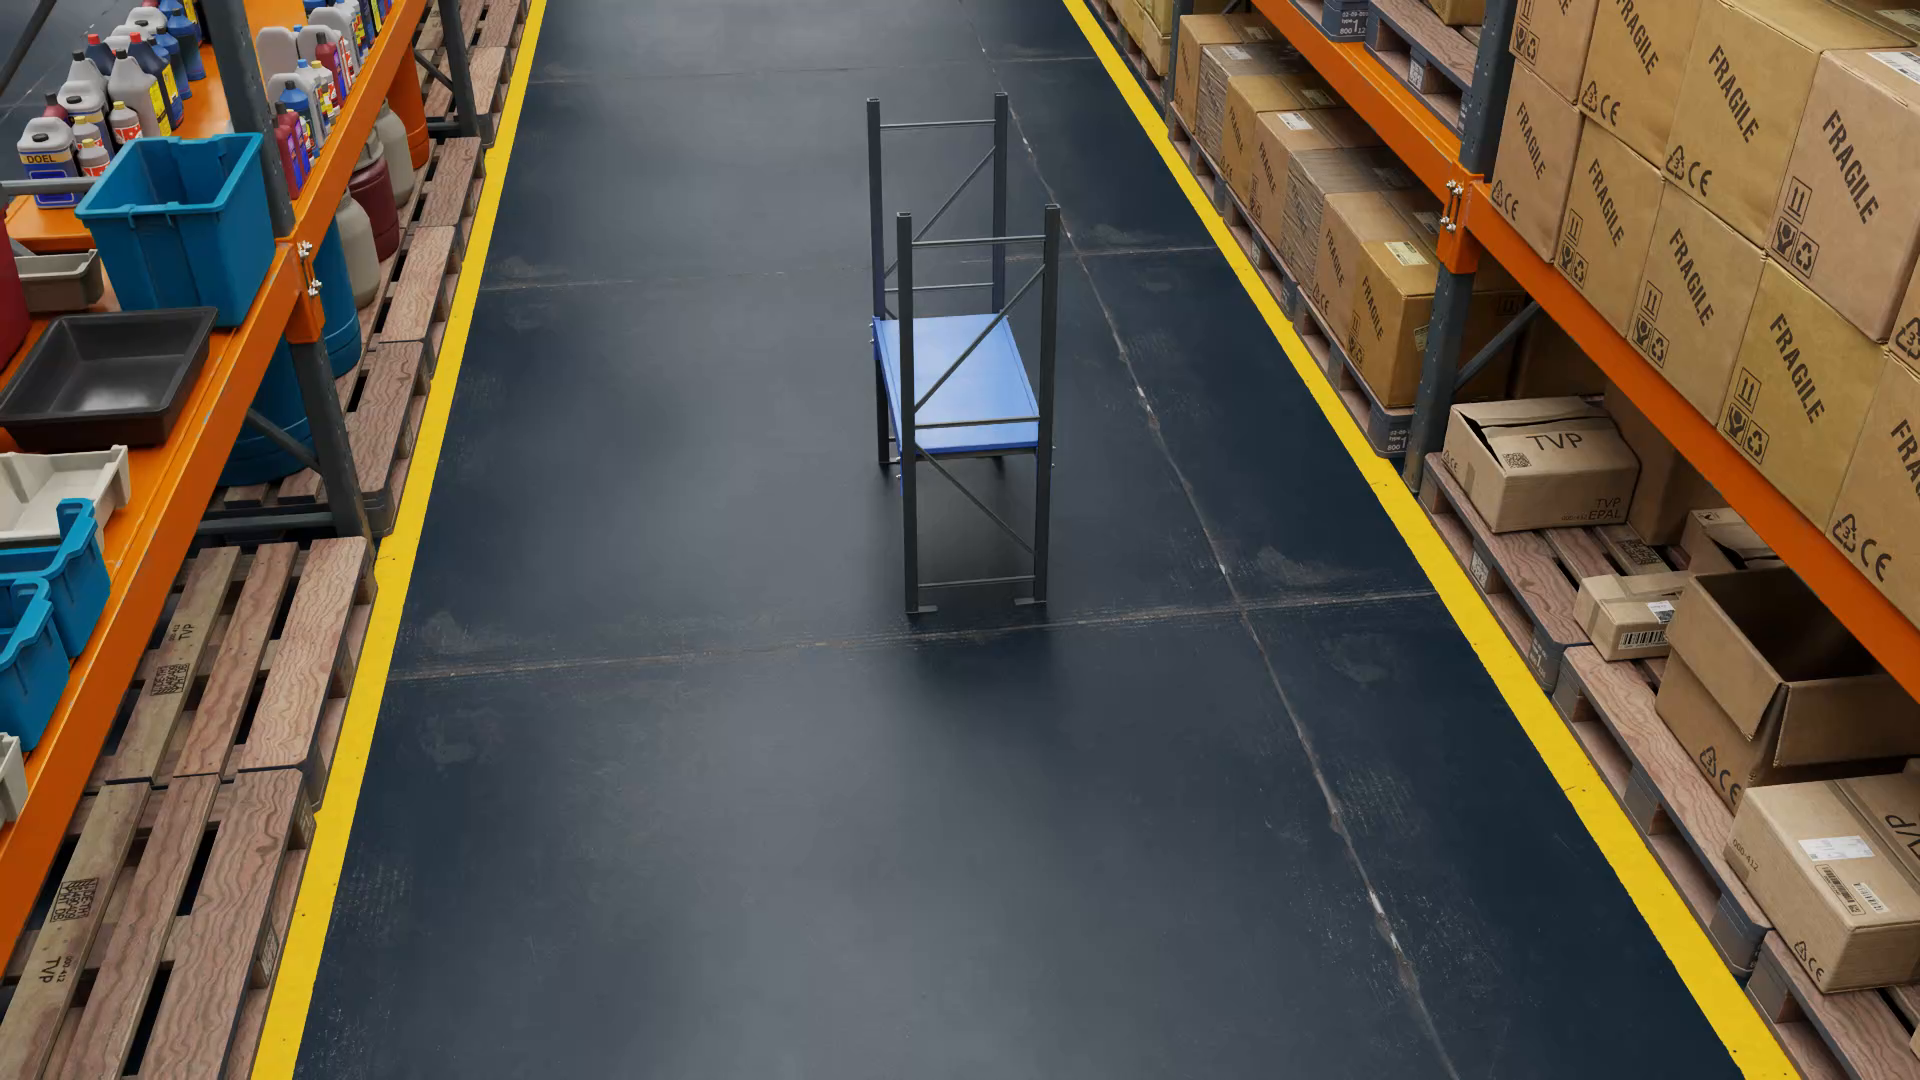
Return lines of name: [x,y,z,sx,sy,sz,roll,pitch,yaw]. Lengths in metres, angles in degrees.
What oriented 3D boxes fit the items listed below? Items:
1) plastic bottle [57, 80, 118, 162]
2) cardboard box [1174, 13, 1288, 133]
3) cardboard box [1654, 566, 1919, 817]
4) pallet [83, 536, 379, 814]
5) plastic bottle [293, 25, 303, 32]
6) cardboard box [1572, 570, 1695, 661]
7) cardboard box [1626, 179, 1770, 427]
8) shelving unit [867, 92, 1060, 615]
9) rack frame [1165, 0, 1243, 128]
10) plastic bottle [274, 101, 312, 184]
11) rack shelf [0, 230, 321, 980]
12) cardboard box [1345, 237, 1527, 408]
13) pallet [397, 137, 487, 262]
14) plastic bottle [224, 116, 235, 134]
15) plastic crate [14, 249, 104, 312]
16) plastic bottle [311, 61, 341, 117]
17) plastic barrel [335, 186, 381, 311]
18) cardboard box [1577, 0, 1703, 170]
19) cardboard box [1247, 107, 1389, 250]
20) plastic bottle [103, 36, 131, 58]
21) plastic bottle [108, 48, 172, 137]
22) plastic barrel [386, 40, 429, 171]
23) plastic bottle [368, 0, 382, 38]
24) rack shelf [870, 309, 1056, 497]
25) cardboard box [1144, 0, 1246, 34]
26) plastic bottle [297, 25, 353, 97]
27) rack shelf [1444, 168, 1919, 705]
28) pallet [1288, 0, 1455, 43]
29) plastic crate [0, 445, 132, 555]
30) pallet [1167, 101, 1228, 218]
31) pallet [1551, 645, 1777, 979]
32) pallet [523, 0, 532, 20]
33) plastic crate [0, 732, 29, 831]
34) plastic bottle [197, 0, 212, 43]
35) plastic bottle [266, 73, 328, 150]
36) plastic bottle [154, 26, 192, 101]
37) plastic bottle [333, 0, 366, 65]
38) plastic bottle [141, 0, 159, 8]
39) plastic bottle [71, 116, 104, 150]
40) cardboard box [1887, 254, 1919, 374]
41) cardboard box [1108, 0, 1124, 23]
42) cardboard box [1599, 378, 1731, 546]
plastic bottle: [-3.074,-1.461,5.841,0.152,0.276,0.135,-4,35,-6]
cardboard box: [1.497,-2.592,9.218,0.500,0.500,0.500,-3,34,-4]
cardboard box: [2.515,0.412,4.809,0.797,0.503,0.637,-4,35,-6]
pallet: [-2.514,0.447,5.407,1.003,0.211,1.213,-4,35,-6]
plastic bottle: [-2.613,-1.944,6.616,0.097,0.201,0.097,0,34,0]
cardboard box: [2.225,0.235,5.366,0.380,0.166,0.250,-4,35,-6]
cardboard box: [2.193,-0.658,4.463,0.500,0.500,0.500,-5,35,-7]
shelving unit: [-0.011,-0.667,5.897,0.538,1.500,1.048,-4,35,-6]
rack frame: [1.719,-3.718,9.043,1.000,3.000,0.127,-4,35,-6]
plastic bottle: [-2.296,-1.376,5.710,0.061,0.283,0.133,-4,35,-6]
rack shelf: [-2.383,0.300,3.785,1.077,0.370,4.000,-4,35,-6]
cardboard box: [1.907,-0.889,6.719,0.500,0.500,0.500,-5,35,-7]
pallet: [-3.042,-1.756,8.640,1.003,0.211,1.213,-4,35,-6]
plastic bottle: [-2.383,-1.336,5.591,0.144,0.351,0.185,-4,35,-6]
plastic crate: [-2.731,-0.758,4.880,0.396,0.136,0.243,-4,35,-6]
plastic bottle: [-2.400,-1.698,6.254,0.097,0.201,0.097,0,34,0]
plastic barrel: [-2.791,-1.280,7.302,0.421,0.512,0.421,0,34,0]
cardboard box: [2.112,-1.369,4.618,0.500,0.500,0.500,-5,35,-8]
cardboard box: [1.711,-1.729,7.952,0.500,0.500,0.500,-5,35,-8]
plastic bottle: [-3.142,-1.743,6.254,0.152,0.276,0.135,-4,35,-6]
plastic bottle: [-2.957,-1.592,5.966,0.144,0.351,0.185,-4,35,-6]
plastic barrel: [-3.107,-2.350,8.589,0.600,0.830,0.708,-4,35,-6]
plastic bottle: [-2.516,-2.288,7.048,0.061,0.283,0.133,-4,35,-6]
rack shelf: [-0.011,-0.519,5.999,0.538,0.185,1.000,-4,35,-6]
cardboard box: [1.405,-3.261,9.942,0.500,0.311,0.500,-3,34,-5]
plastic bottle: [-2.461,-1.866,6.434,0.152,0.276,0.135,-4,35,-6]
rack shelf: [2.526,-0.073,4.332,1.077,0.370,4.000,-4,35,-6]
pallet: [1.985,-2.554,7.505,1.003,0.211,1.213,-4,35,-6]
plastic crate: [-2.120,-0.080,3.885,0.293,0.136,0.466,-4,35,-6]
pallet: [1.782,-2.146,9.212,1.003,0.211,1.213,-4,35,-6]
pallet: [2.516,0.732,4.989,1.003,0.211,1.213,-4,35,-6]
pallet: [-3.584,-3.990,11.917,1.003,0.211,1.213,-4,35,-6]
plastic crate: [-1.873,0.477,3.068,0.250,0.136,0.298,-4,35,-6]
plastic bottle: [-3.115,-2.282,6.979,0.144,0.351,0.185,-4,35,-6]
plastic bottle: [-2.386,-1.553,5.976,0.152,0.276,0.135,-4,35,-6]
plastic bottle: [-3.039,-1.836,6.394,0.097,0.271,0.097,0,34,0]
plastic bottle: [-2.481,-2.060,6.723,0.097,0.271,0.097,0,34,0]
plastic bottle: [-3.268,-2.076,6.736,0.061,0.283,0.133,-4,35,-6]
plastic bottle: [-3.025,-1.368,5.770,0.097,0.201,0.097,0,34,0]
cardboard box: [2.320,-0.507,3.354,0.500,0.500,0.500,-3,34,-5]
cardboard box: [1.269,-3.599,10.936,0.500,0.250,0.500,-4,34,-5]
cardboard box: [2.615,-0.339,5.912,0.500,0.500,0.500,-4,35,-6]
